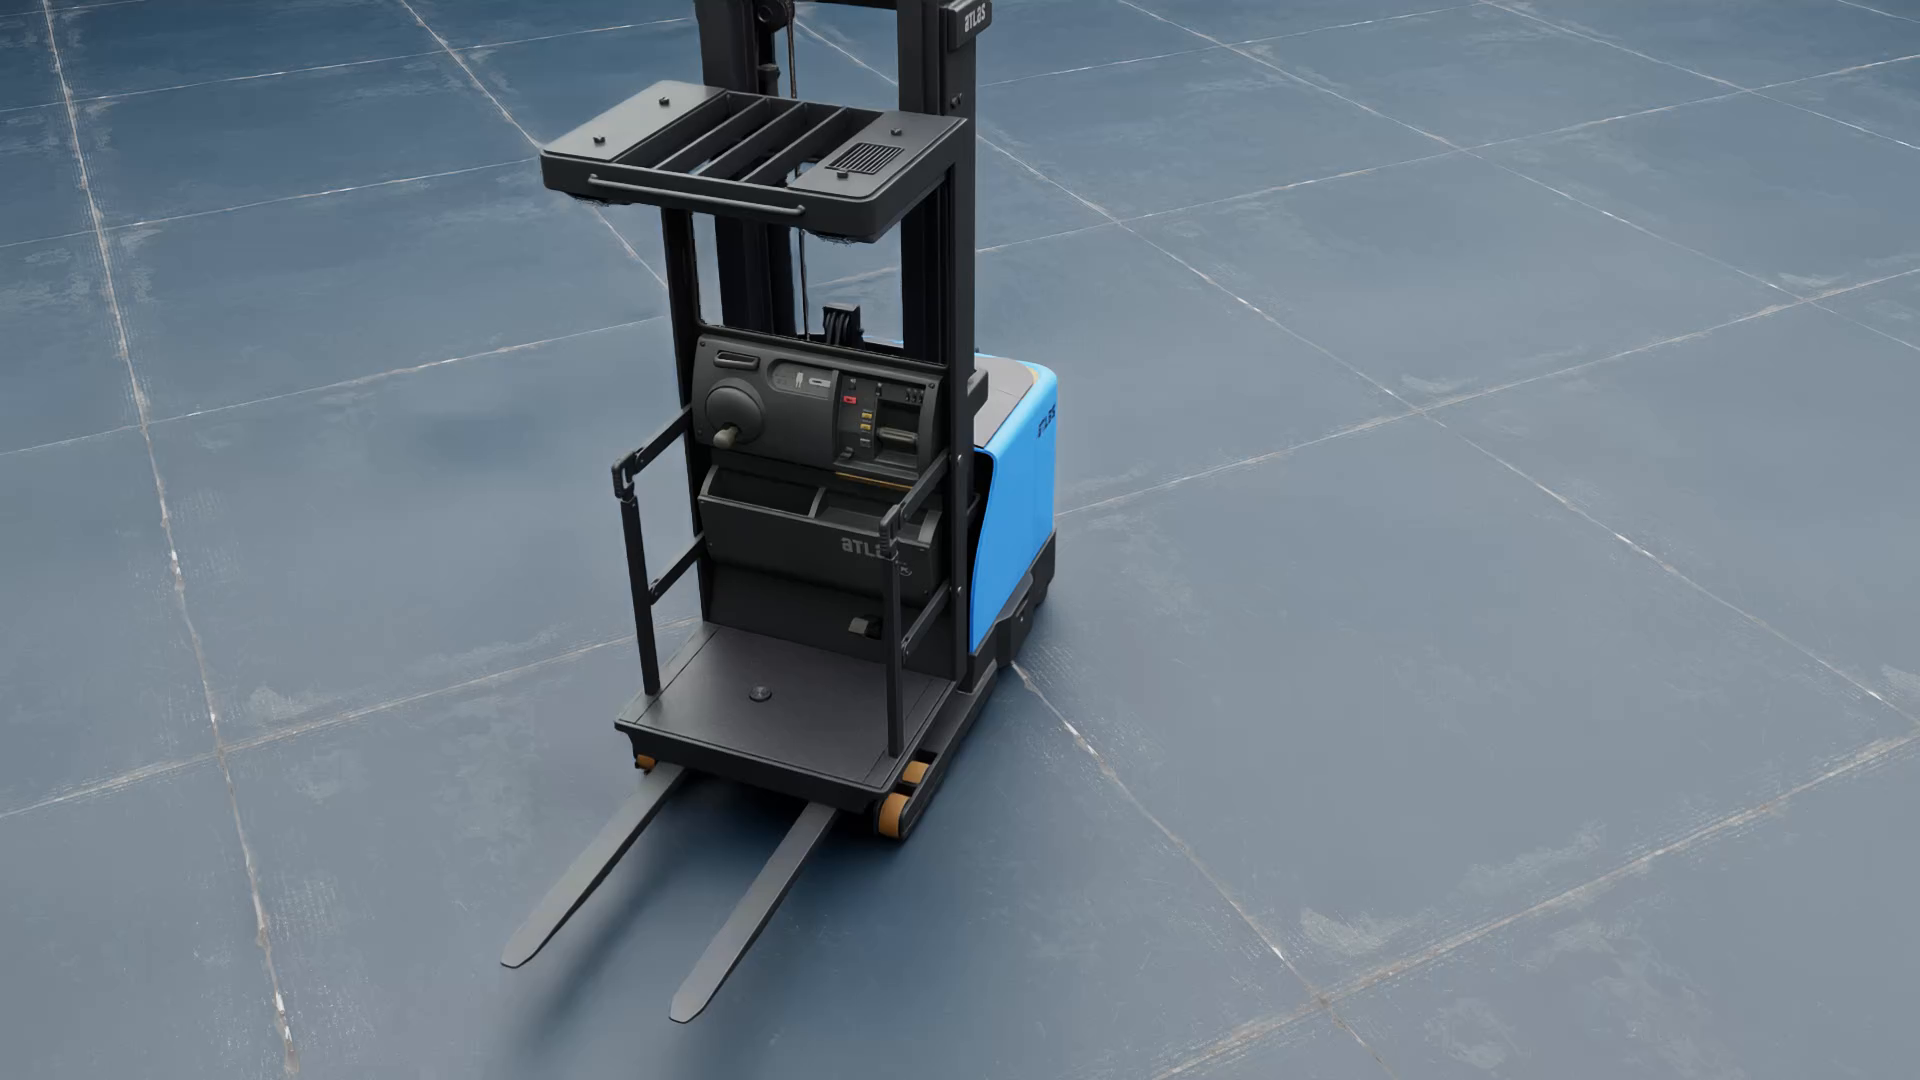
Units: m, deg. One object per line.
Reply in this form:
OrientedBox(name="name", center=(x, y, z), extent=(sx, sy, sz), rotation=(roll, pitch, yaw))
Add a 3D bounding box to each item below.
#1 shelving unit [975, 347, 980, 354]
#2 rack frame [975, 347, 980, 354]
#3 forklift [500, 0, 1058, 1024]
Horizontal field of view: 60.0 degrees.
OrientedBox(name="shelving unit", center=(0.026, -0.402, 7.543), extent=(0.258, 0.900, 0.210), rotation=(-15, 36, -23))
OrientedBox(name="rack frame", center=(-0.021, -0.451, 7.619), extent=(0.240, 0.900, 0.006), rotation=(-15, 36, -23))
OrientedBox(name="forklift", center=(-0.591, -0.405, 5.665), extent=(1.130, 2.935, 3.031), rotation=(12, 35, 18))
